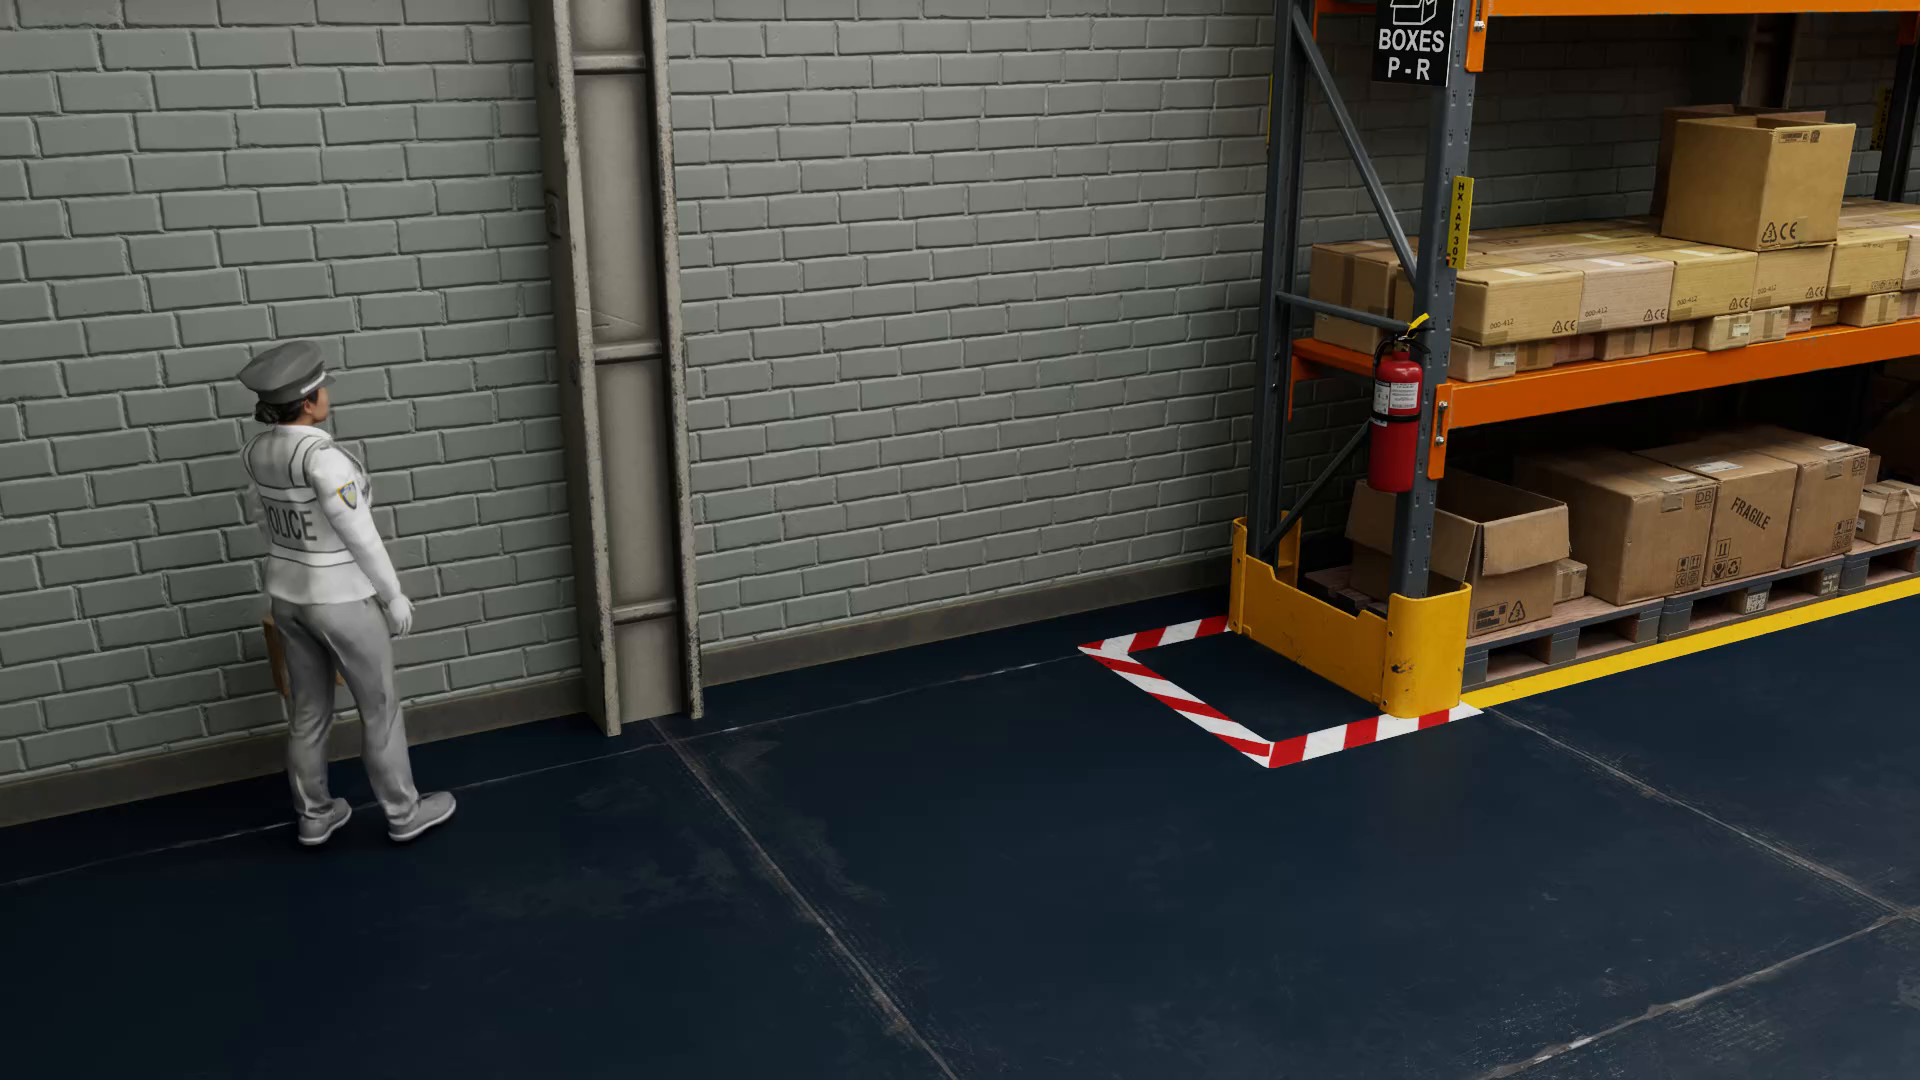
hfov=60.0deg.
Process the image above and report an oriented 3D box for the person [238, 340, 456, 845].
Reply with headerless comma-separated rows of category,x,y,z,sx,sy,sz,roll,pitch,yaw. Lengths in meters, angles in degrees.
person,-2.007,0.180,5.414,0.512,1.696,0.476,12,22,31
